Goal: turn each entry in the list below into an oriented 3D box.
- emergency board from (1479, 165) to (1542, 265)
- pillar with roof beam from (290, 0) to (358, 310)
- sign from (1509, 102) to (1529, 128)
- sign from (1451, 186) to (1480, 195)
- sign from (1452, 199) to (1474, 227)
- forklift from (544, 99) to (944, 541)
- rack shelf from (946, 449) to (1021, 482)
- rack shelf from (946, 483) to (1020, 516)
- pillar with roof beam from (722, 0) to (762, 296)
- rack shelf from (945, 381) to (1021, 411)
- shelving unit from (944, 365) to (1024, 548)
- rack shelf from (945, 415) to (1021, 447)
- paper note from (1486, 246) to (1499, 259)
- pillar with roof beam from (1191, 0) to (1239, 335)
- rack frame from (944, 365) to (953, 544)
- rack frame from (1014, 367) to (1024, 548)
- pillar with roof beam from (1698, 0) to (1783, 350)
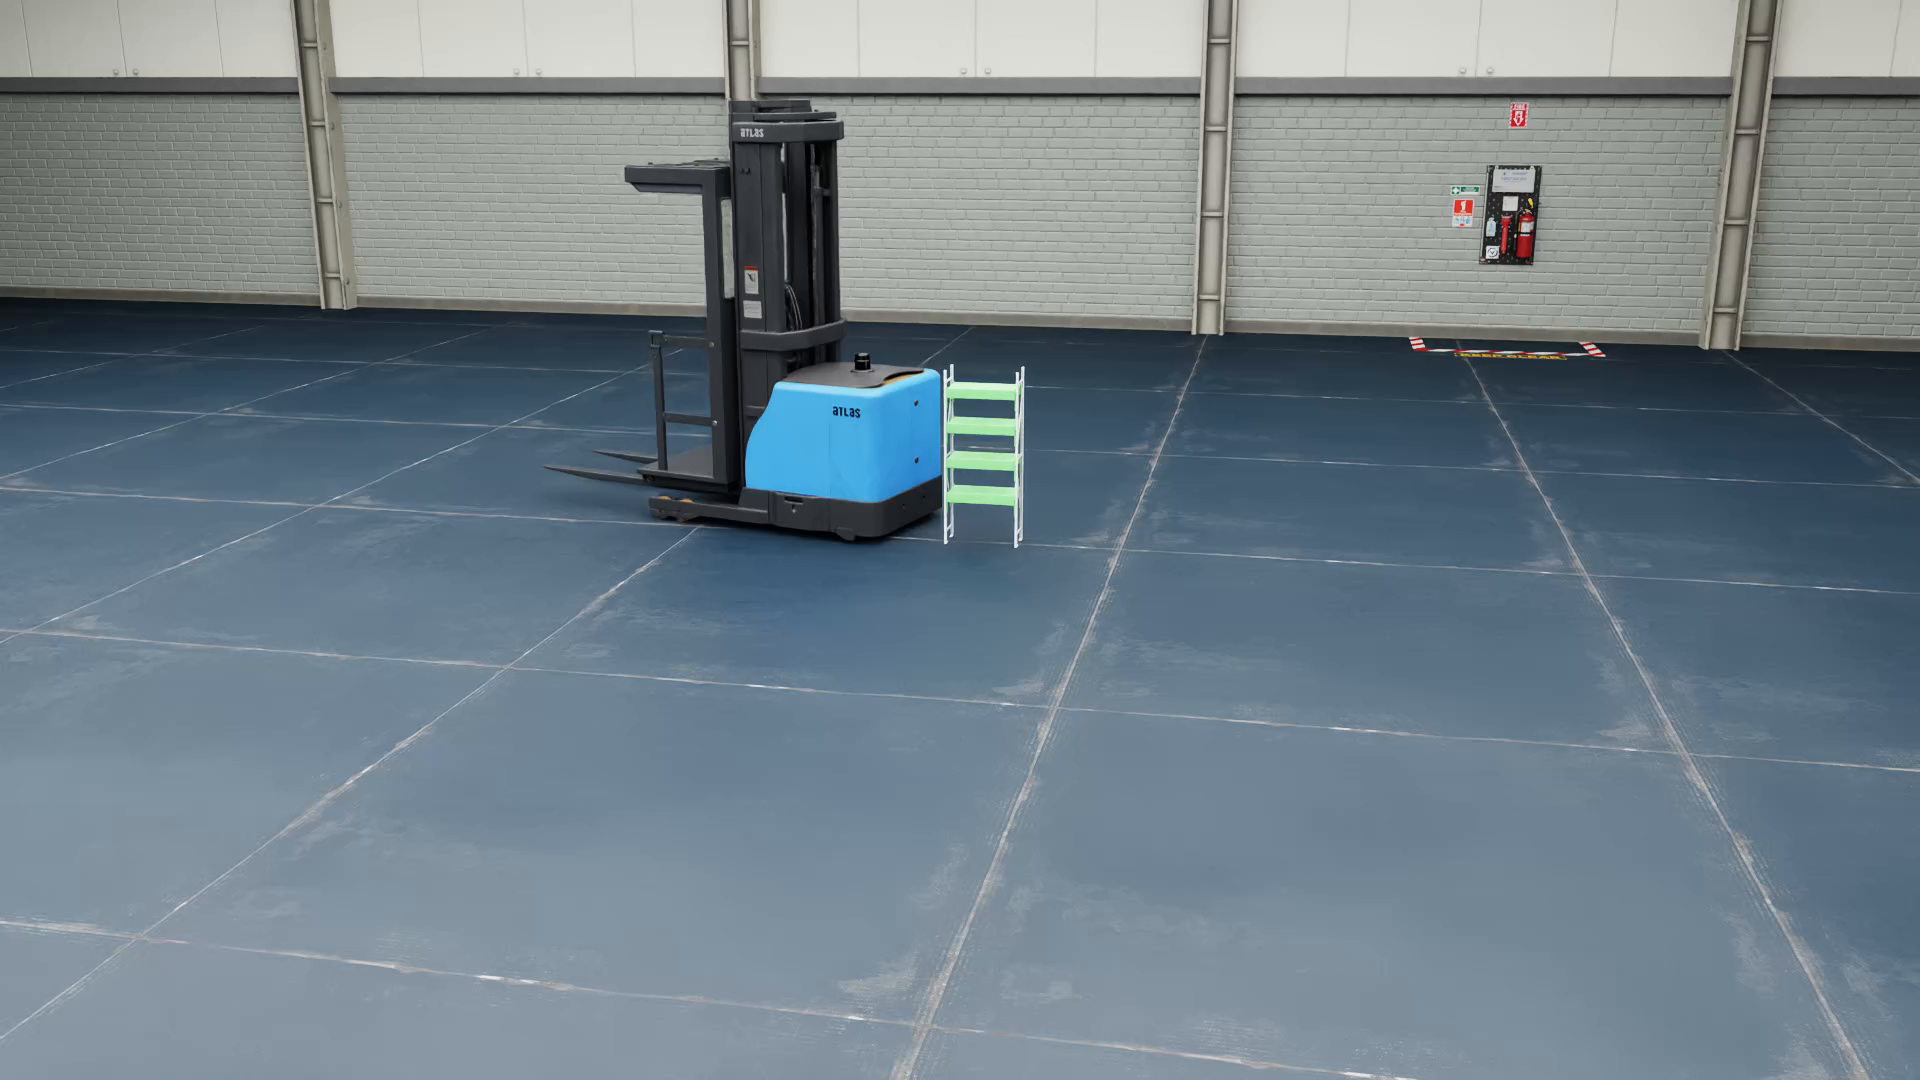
[{"bbox_3d":[6.581,-3.867,19.834,0.643,1.169,0.194,3,16,11],"label":"emergency board"},{"bbox_3d":[-9.501,-6.448,17.914,0.400,9.000,9.100,3,16,11],"label":"pillar with roof beam"},{"bbox_3d":[6.593,-5.011,19.620,0.199,0.298,0.001,3,16,11],"label":"sign"},{"bbox_3d":[6.063,-4.194,19.953,0.331,0.109,0.001,3,16,11],"label":"sign"},{"bbox_3d":[6.060,-3.941,20.033,0.234,0.329,0.001,3,16,11],"label":"sign"},{"bbox_3d":[-1.672,-1.657,11.983,3.031,2.935,1.130,8,17,25],"label":"forklift"},{"bbox_3d":[0.162,-0.508,11.317,0.480,0.148,0.258,3,16,11],"label":"rack shelf"},{"bbox_3d":[0.162,-0.277,11.381,0.480,0.148,0.258,3,16,11],"label":"rack shelf"},{"bbox_3d":[-3.622,-6.129,16.761,0.400,9.000,9.100,3,16,11],"label":"pillar with roof beam"},{"bbox_3d":[0.162,-0.970,11.189,0.480,0.148,0.258,3,16,11],"label":"rack shelf"},{"bbox_3d":[0.162,-0.569,11.300,0.503,1.200,0.258,3,16,11],"label":"shelving unit"},{"bbox_3d":[0.162,-0.739,11.253,0.480,0.148,0.258,3,16,11],"label":"rack shelf"},{"bbox_3d":[6.422,-3.470,20.051,0.142,0.148,0.016,3,16,11],"label":"paper note"},{"bbox_3d":[2.258,-5.810,15.609,0.400,9.000,9.100,3,16,11],"label":"pillar with roof beam"},{"bbox_3d":[-0.077,-0.582,11.347,0.015,1.200,0.240,3,16,11],"label":"rack frame"},{"bbox_3d":[0.401,-0.556,11.253,0.015,1.200,0.240,3,16,11],"label":"rack frame"},{"bbox_3d":[8.138,-5.491,14.457,0.400,9.000,9.100,3,16,11],"label":"pillar with roof beam"}]
